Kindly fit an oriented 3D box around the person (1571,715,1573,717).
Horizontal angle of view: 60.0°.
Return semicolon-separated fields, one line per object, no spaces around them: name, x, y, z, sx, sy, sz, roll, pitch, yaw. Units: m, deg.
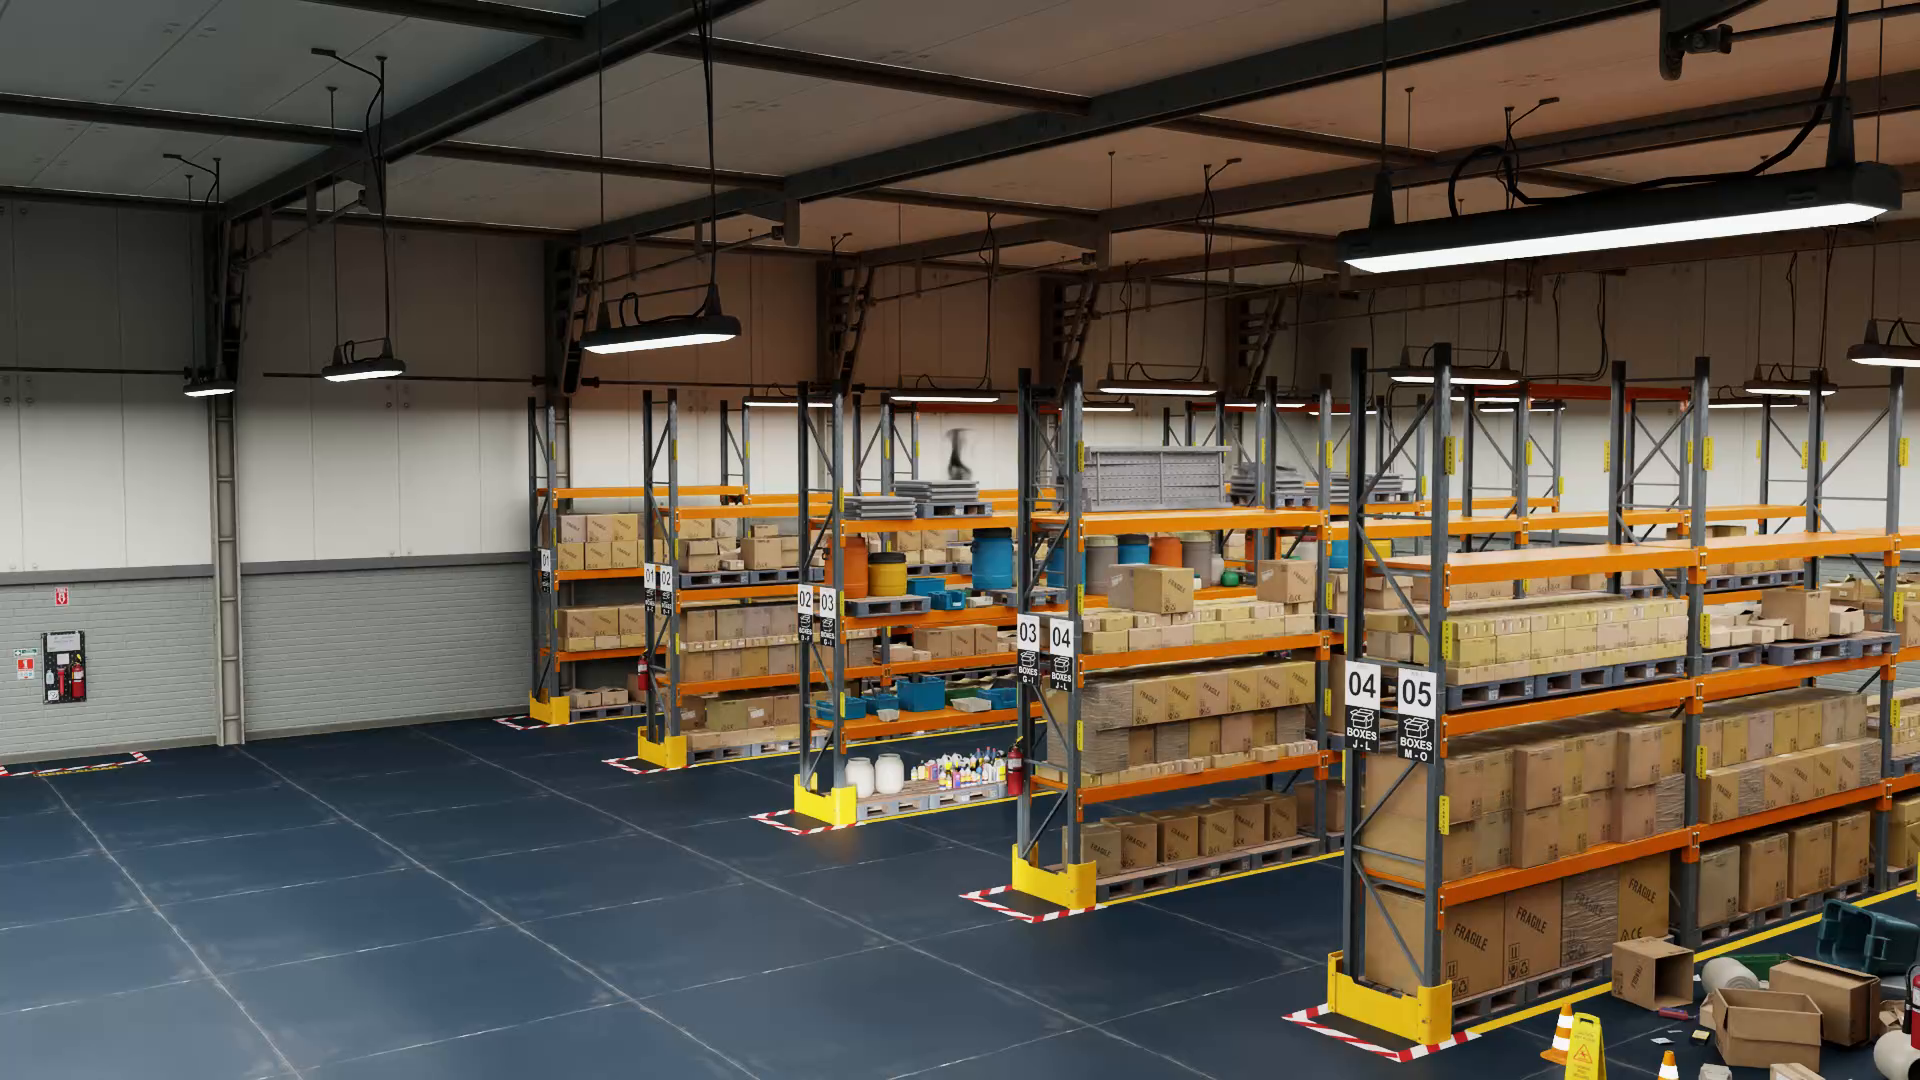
person;8.255;3.027;22.118;0.690;1.682;0.559;-3;4;-37
